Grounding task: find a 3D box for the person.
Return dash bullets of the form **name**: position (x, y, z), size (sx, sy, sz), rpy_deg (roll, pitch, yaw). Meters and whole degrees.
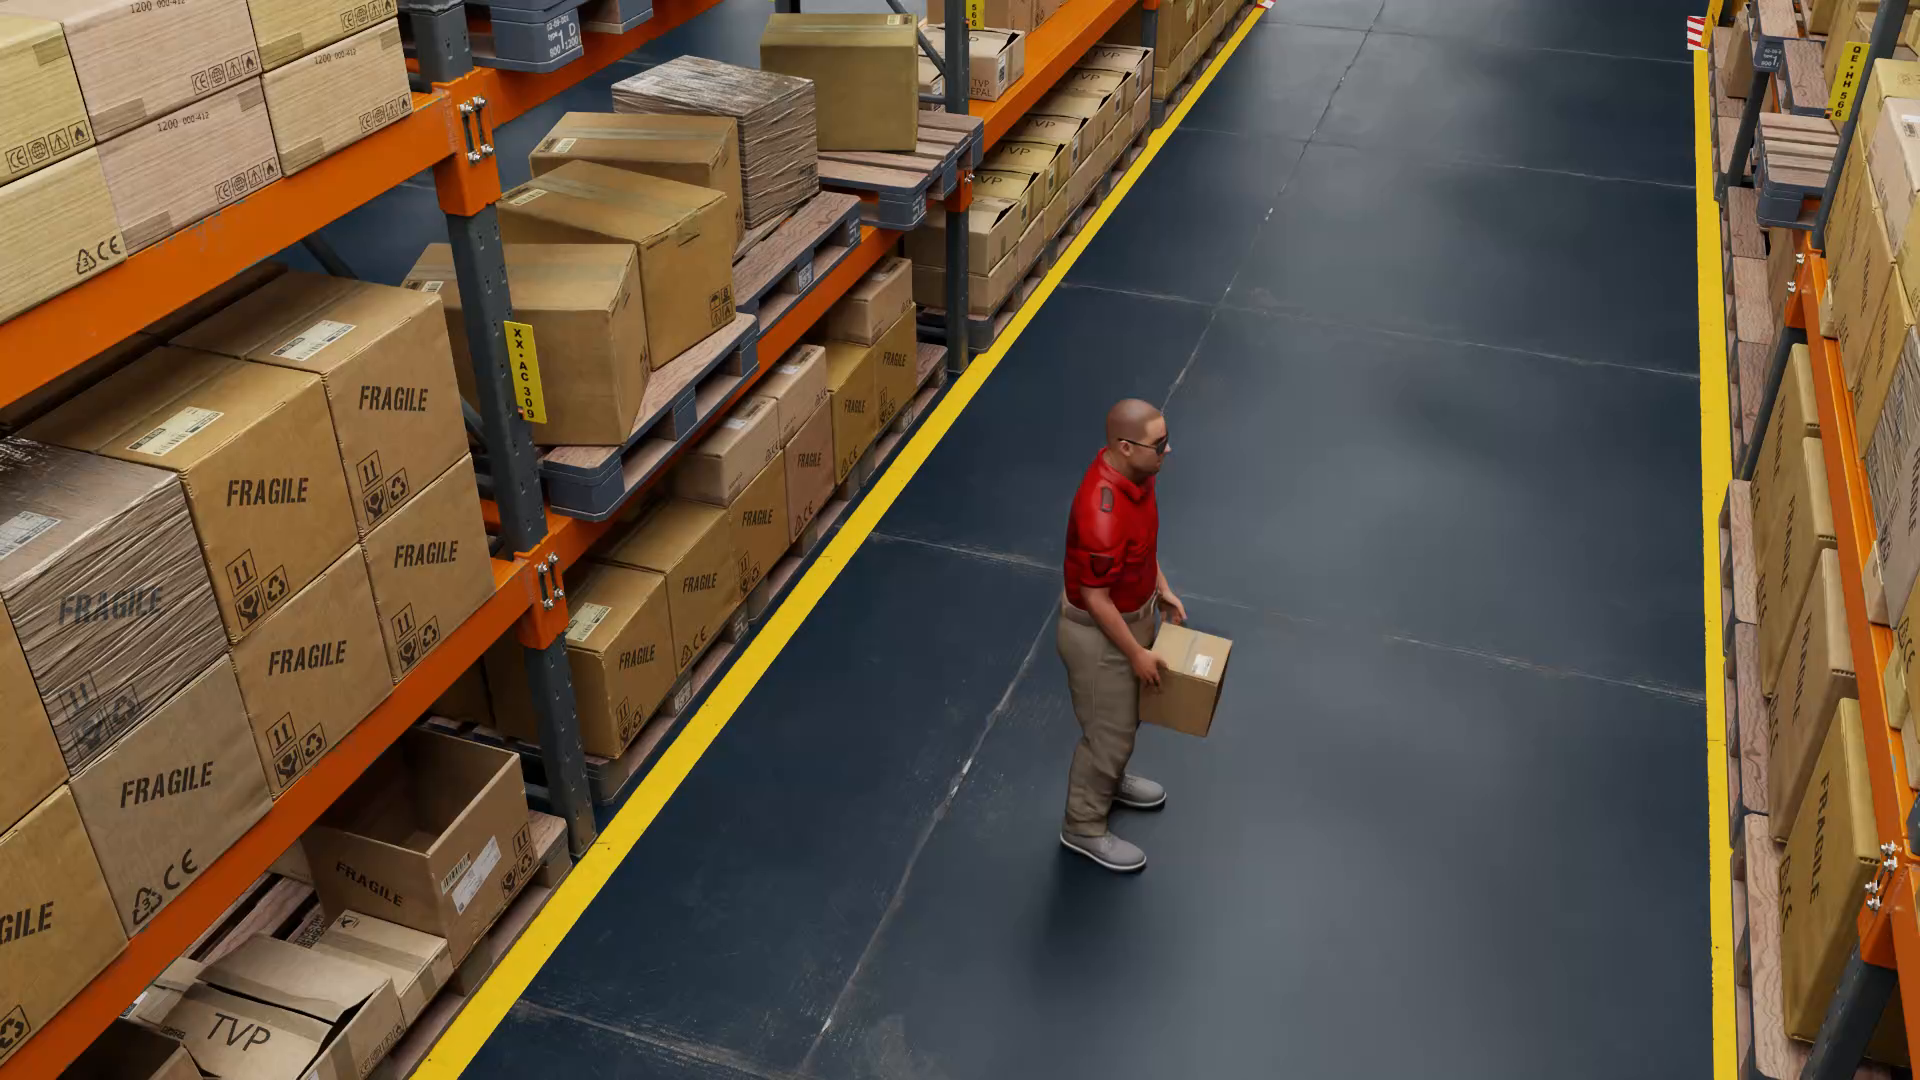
- **person**: position (0.549, 0.300, 5.686), size (0.405, 1.733, 0.547), rpy_deg (10, 34, 16)
